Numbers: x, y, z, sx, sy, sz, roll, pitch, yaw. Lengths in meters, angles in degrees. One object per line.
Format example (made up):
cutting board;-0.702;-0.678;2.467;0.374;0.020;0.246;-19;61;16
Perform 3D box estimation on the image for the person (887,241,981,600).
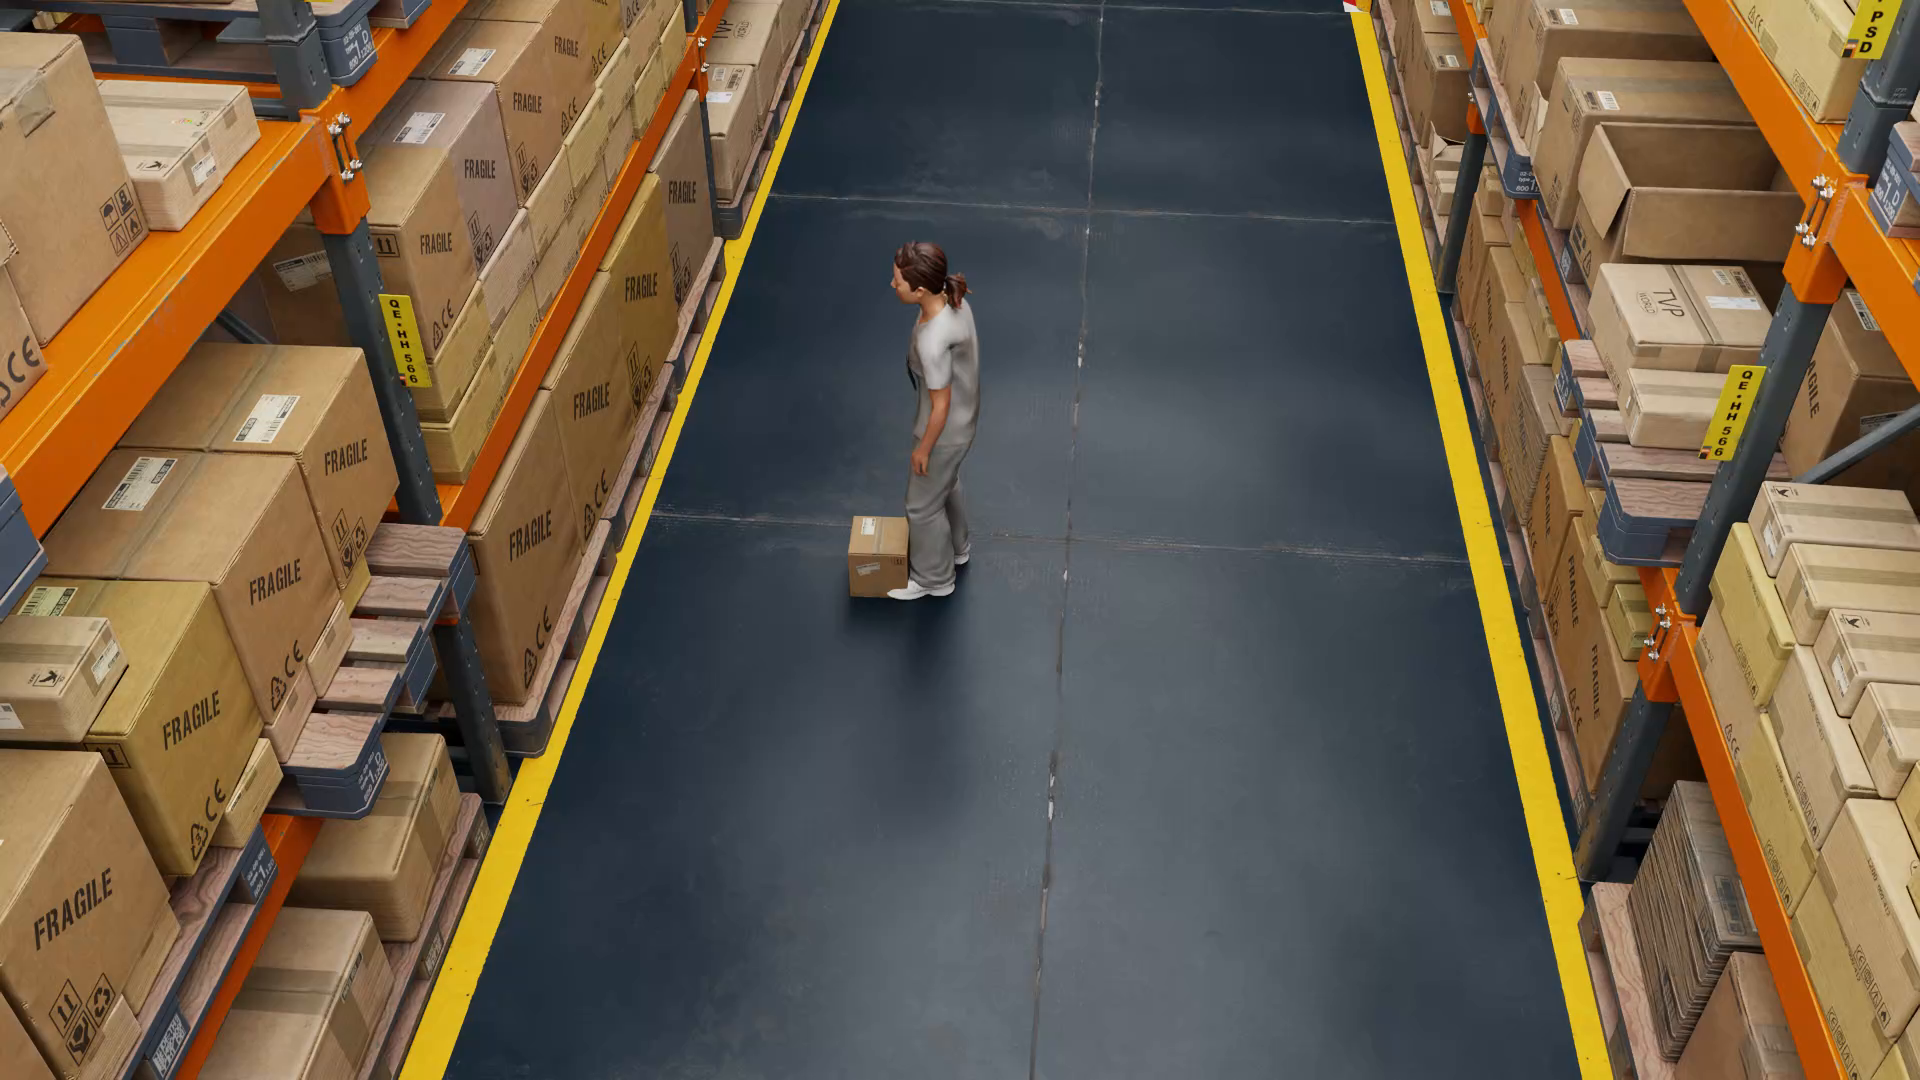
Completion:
person;-0.119;-0.467;6.710;0.404;1.673;0.486;4;40;4
